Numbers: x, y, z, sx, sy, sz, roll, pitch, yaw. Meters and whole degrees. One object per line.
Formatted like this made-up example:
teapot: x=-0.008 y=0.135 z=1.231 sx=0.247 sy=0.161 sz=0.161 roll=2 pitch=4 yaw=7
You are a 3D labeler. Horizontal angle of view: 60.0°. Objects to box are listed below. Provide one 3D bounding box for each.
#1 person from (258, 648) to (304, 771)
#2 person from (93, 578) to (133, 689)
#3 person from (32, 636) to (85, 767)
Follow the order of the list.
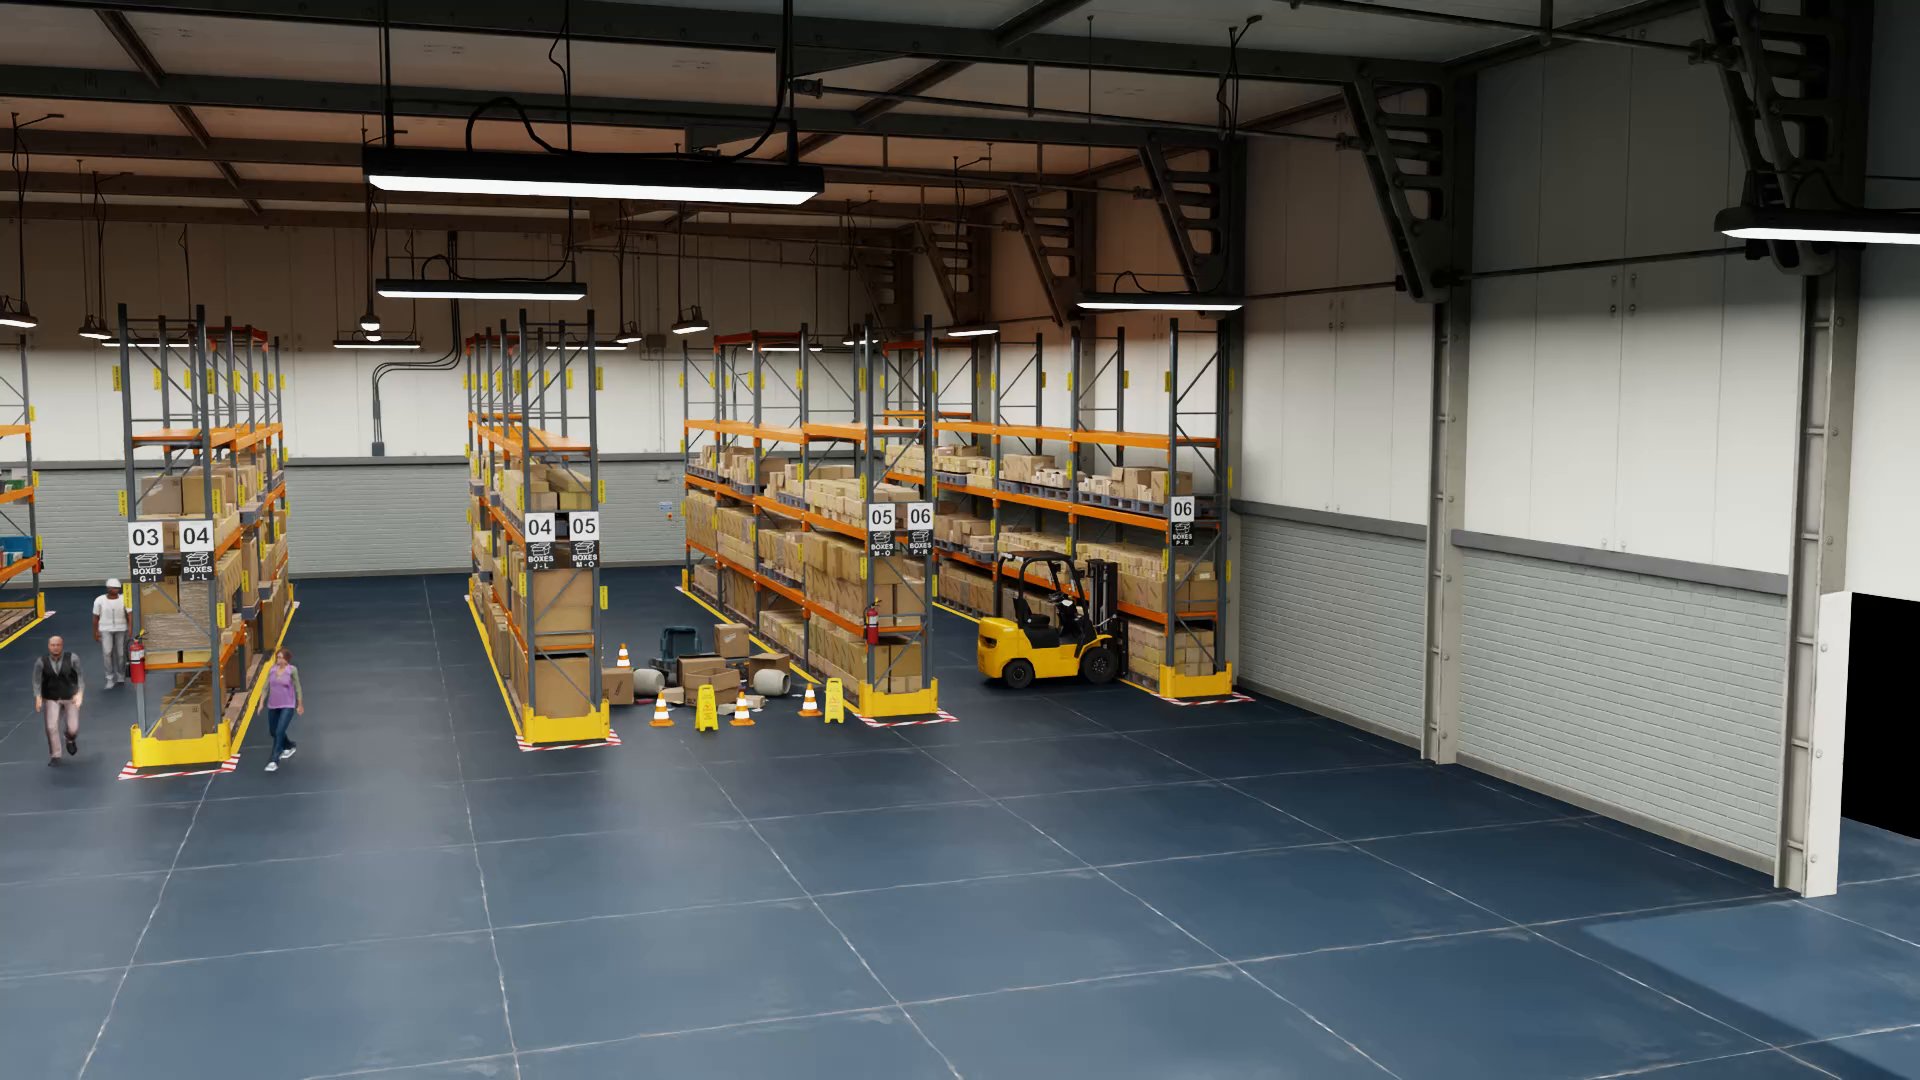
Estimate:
person: x=-8.836 y=2.175 z=21.630 sx=0.482 sy=1.552 sz=0.843 roll=0 pitch=5 yaw=0
person: x=-13.951 y=1.533 z=27.465 sx=0.594 sy=1.772 sz=0.732 roll=-4 pitch=7 yaw=-34
person: x=-11.851 y=2.090 z=21.893 sx=0.624 sy=1.704 sz=0.639 roll=-2 pitch=6 yaw=-24
